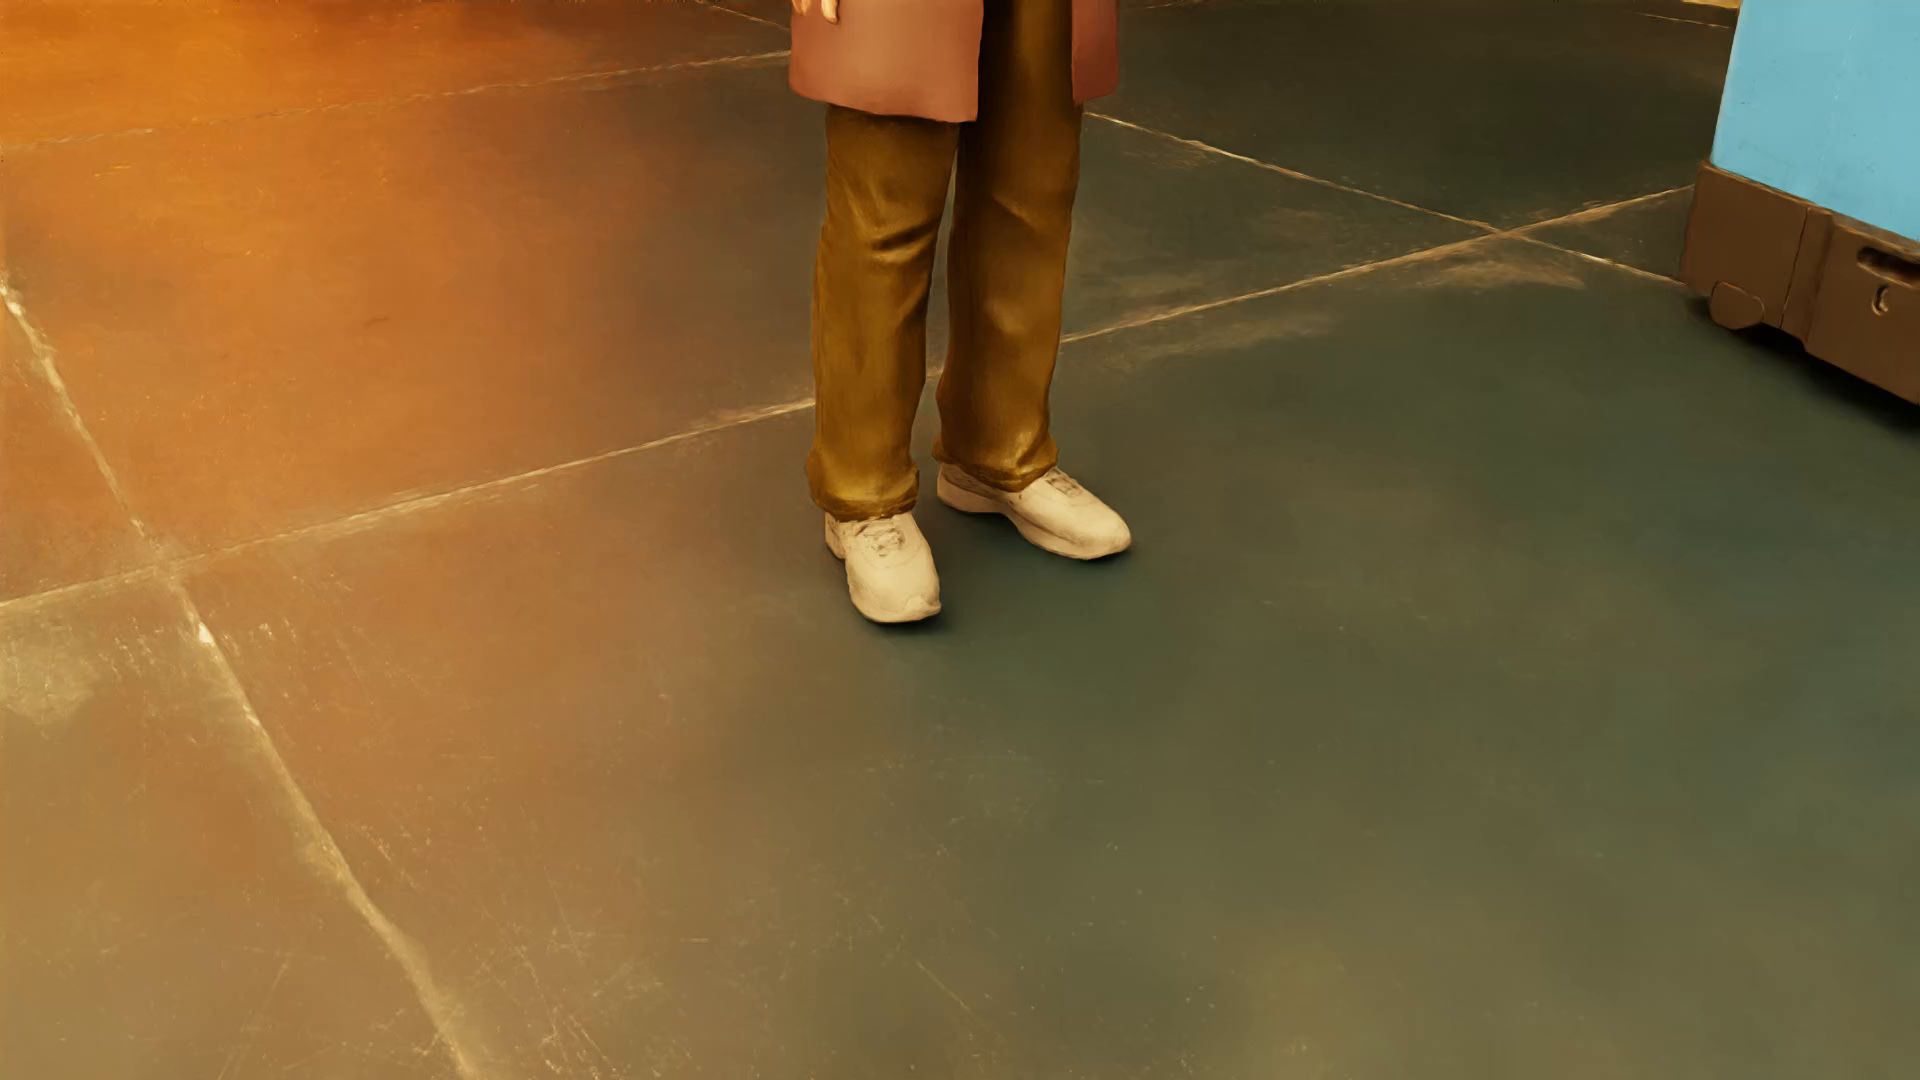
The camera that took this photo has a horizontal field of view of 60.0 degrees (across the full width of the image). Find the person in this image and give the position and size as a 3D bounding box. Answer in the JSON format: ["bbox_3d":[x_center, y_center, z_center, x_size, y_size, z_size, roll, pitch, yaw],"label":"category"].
[{"bbox_3d":[0.017,-0.788,2.082,0.558,1.783,0.377,-17,31,-31],"label":"person"}]

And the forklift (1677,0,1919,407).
[{"bbox_3d":[2.340,-1.209,1.641,1.130,2.935,3.031,-7,27,-13],"label":"forklift"}]
